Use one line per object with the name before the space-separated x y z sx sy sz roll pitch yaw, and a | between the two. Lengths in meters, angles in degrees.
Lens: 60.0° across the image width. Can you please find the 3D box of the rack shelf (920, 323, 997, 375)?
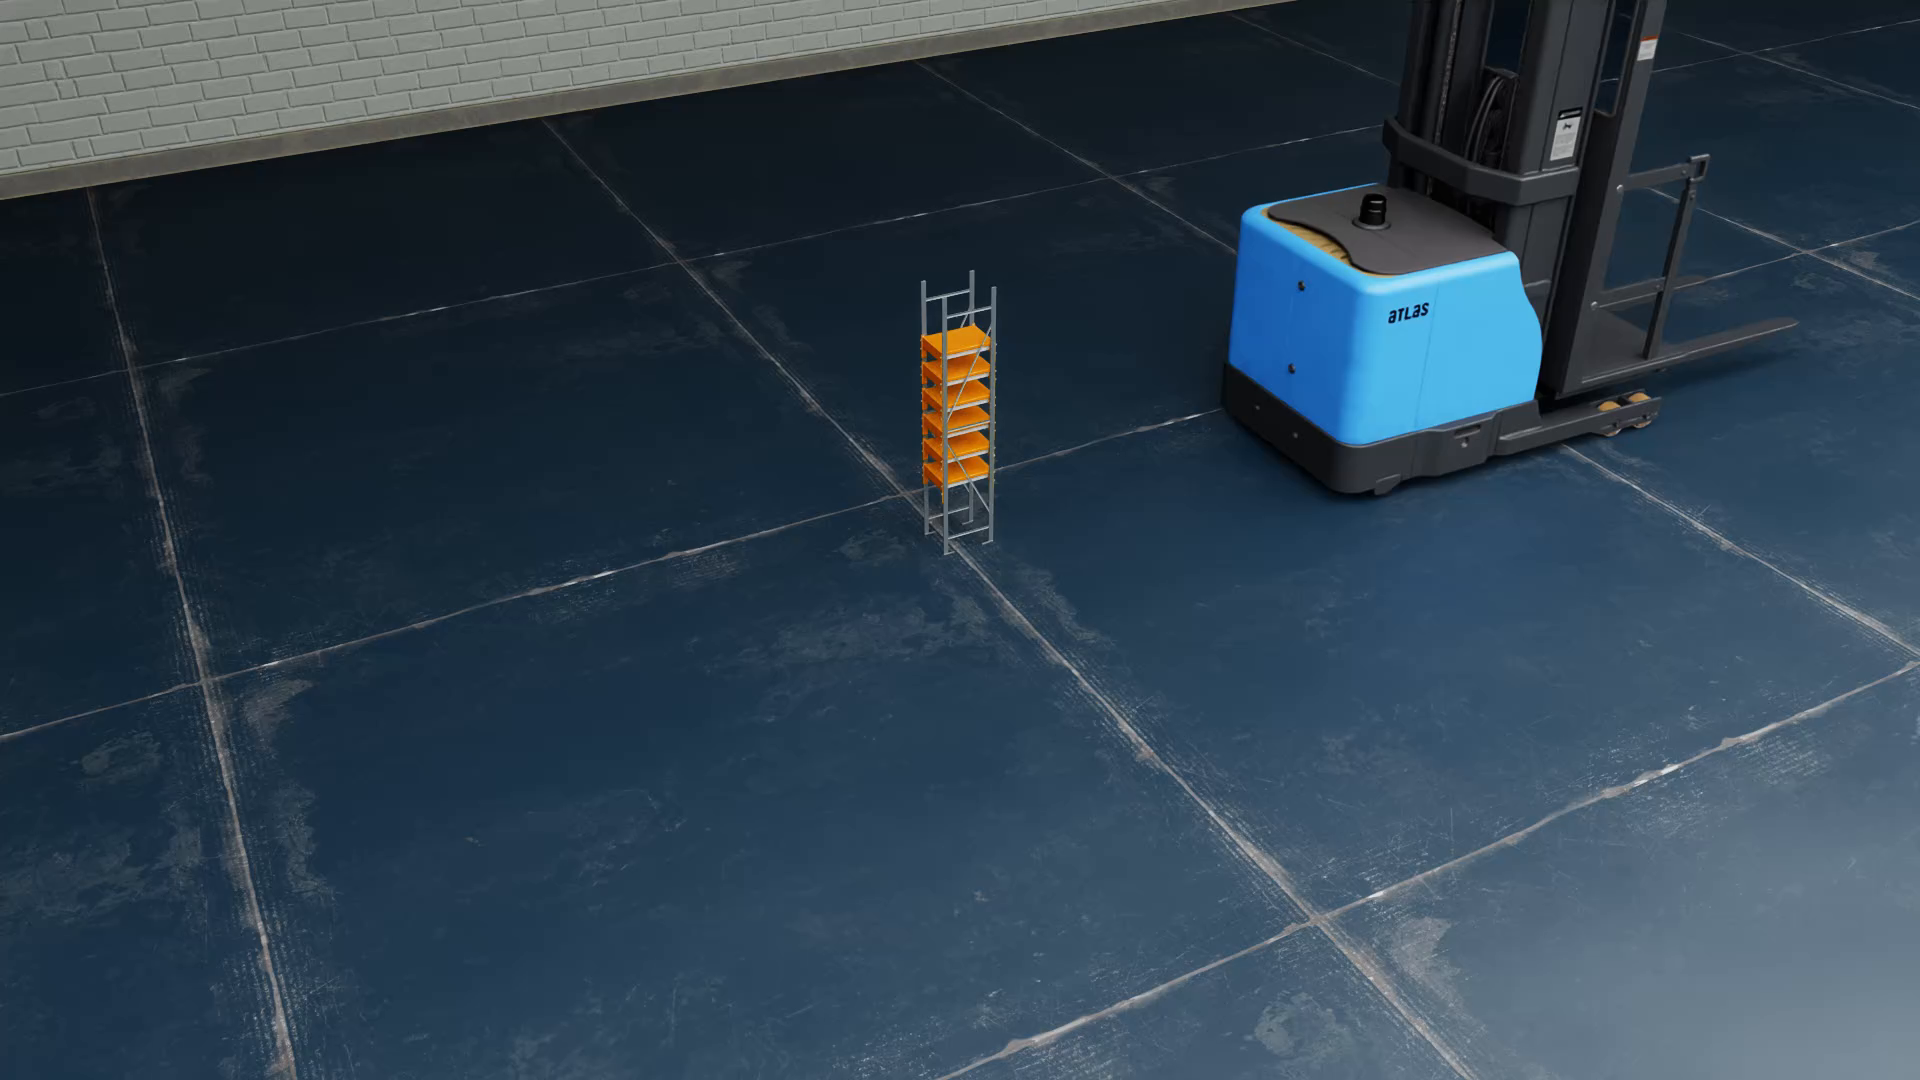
rack shelf | -0.007 -0.778 6.767 0.258 0.103 0.180 -16 36 -23

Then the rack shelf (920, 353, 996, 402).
rack shelf | -0.007 -0.677 6.832 0.258 0.103 0.180 -16 36 -23

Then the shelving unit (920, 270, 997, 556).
shelving unit | -0.007 -0.512 6.937 0.258 1.200 0.189 -16 36 -23

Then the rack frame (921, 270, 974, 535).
rack frame | -0.049 -0.556 7.005 0.240 1.200 0.006 -16 36 -23

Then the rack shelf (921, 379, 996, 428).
rack shelf | -0.007 -0.576 6.896 0.258 0.103 0.180 -16 36 -23

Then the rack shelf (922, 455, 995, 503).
rack shelf | -0.007 -0.273 7.091 0.258 0.103 0.180 -16 36 -23

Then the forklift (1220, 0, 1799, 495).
forklift | 2.832 -1.974 7.615 3.031 2.935 1.130 -15 35 -22

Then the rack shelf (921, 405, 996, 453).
rack shelf | -0.007 -0.475 6.961 0.258 0.103 0.180 -16 36 -23

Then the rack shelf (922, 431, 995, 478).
rack shelf | -0.007 -0.374 7.026 0.258 0.103 0.180 -16 36 -23

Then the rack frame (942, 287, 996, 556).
rack frame | 0.036 -0.468 6.869 0.240 1.200 0.006 -16 36 -23
